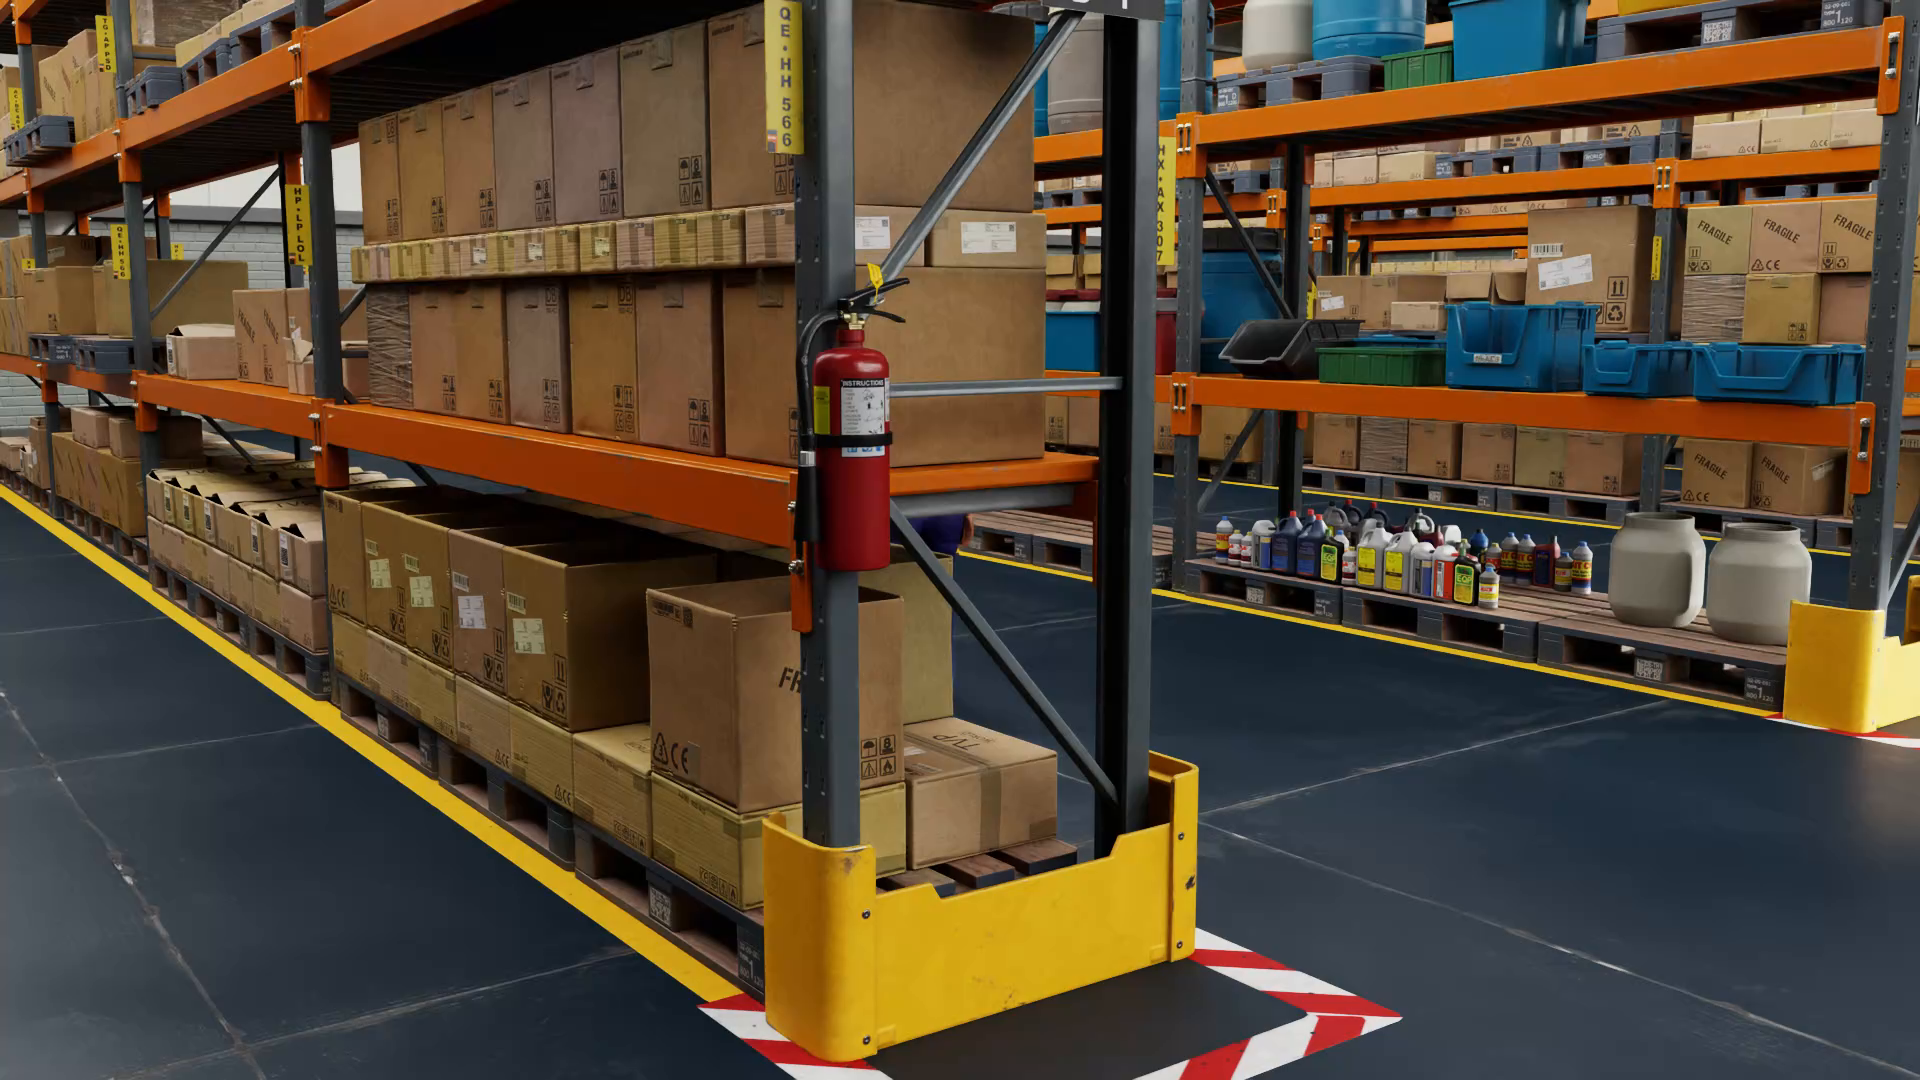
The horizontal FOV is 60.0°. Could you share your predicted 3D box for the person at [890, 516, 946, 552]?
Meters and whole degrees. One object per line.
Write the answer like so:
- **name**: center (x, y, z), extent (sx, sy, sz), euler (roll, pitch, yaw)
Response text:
- **person**: center (-0.278, -0.127, 7.295), extent (0.497, 1.663, 0.600), euler (-4, 9, -28)
